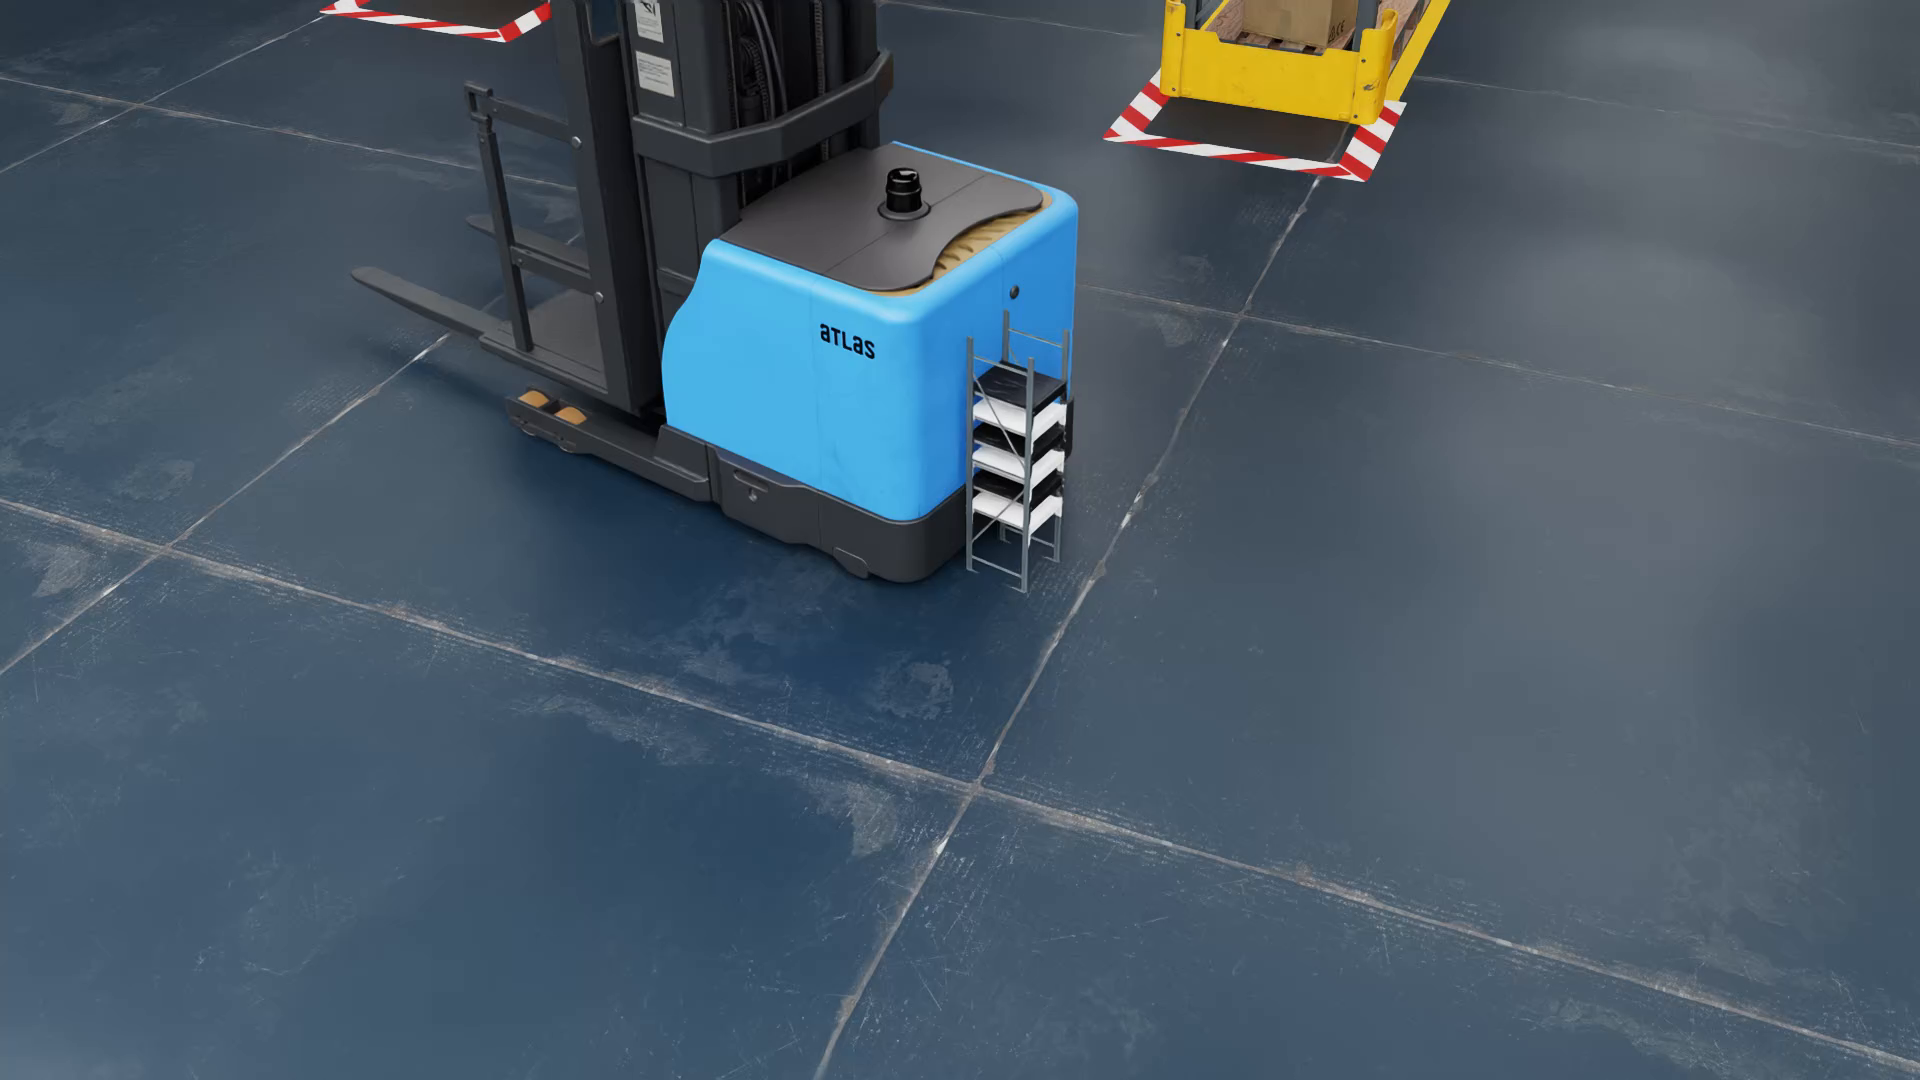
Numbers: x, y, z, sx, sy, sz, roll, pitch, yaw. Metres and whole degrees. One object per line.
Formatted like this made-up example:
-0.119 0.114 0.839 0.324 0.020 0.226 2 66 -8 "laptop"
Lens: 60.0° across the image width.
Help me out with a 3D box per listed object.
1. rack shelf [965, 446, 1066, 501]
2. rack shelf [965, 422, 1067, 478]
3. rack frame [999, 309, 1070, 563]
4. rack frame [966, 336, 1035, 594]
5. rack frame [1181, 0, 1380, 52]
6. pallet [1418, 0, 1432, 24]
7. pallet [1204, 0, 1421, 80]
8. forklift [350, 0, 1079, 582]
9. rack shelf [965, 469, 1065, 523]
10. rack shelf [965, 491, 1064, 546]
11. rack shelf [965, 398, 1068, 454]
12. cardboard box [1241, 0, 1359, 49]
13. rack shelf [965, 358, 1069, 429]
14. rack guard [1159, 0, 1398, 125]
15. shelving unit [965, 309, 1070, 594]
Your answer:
0.179 -0.246 5.383 0.258 0.077 0.200 22 42 27 "rack shelf"
0.179 -0.318 5.329 0.258 0.077 0.200 22 42 27 "rack shelf"
0.236 -0.323 5.430 0.240 0.900 0.006 22 42 27 "rack frame"
0.122 -0.222 5.296 0.240 0.900 0.006 22 42 27 "rack frame"
1.635 -3.529 7.965 1.000 3.000 0.127 14 39 18 "rack frame"
2.472 -3.569 10.348 1.003 0.211 1.213 14 39 18 "pallet"
2.006 -2.895 9.448 1.003 0.211 1.213 14 39 18 "pallet"
-1.088 -1.733 5.620 3.031 2.935 1.130 23 43 28 "forklift"
0.179 -0.174 5.437 0.258 0.077 0.200 22 42 27 "rack shelf"
0.179 -0.102 5.491 0.258 0.077 0.200 22 42 27 "rack shelf"
0.179 -0.390 5.275 0.258 0.077 0.200 22 42 27 "rack shelf"
1.888 -3.037 9.045 0.500 0.500 0.500 21 42 26 "cardboard box"
0.179 -0.462 5.221 0.258 0.077 0.200 22 42 27 "rack shelf"
1.664 -2.569 8.770 1.175 0.500 0.348 14 39 18 "rack guard"
0.179 -0.273 5.363 0.258 0.900 0.210 22 42 27 "shelving unit"
